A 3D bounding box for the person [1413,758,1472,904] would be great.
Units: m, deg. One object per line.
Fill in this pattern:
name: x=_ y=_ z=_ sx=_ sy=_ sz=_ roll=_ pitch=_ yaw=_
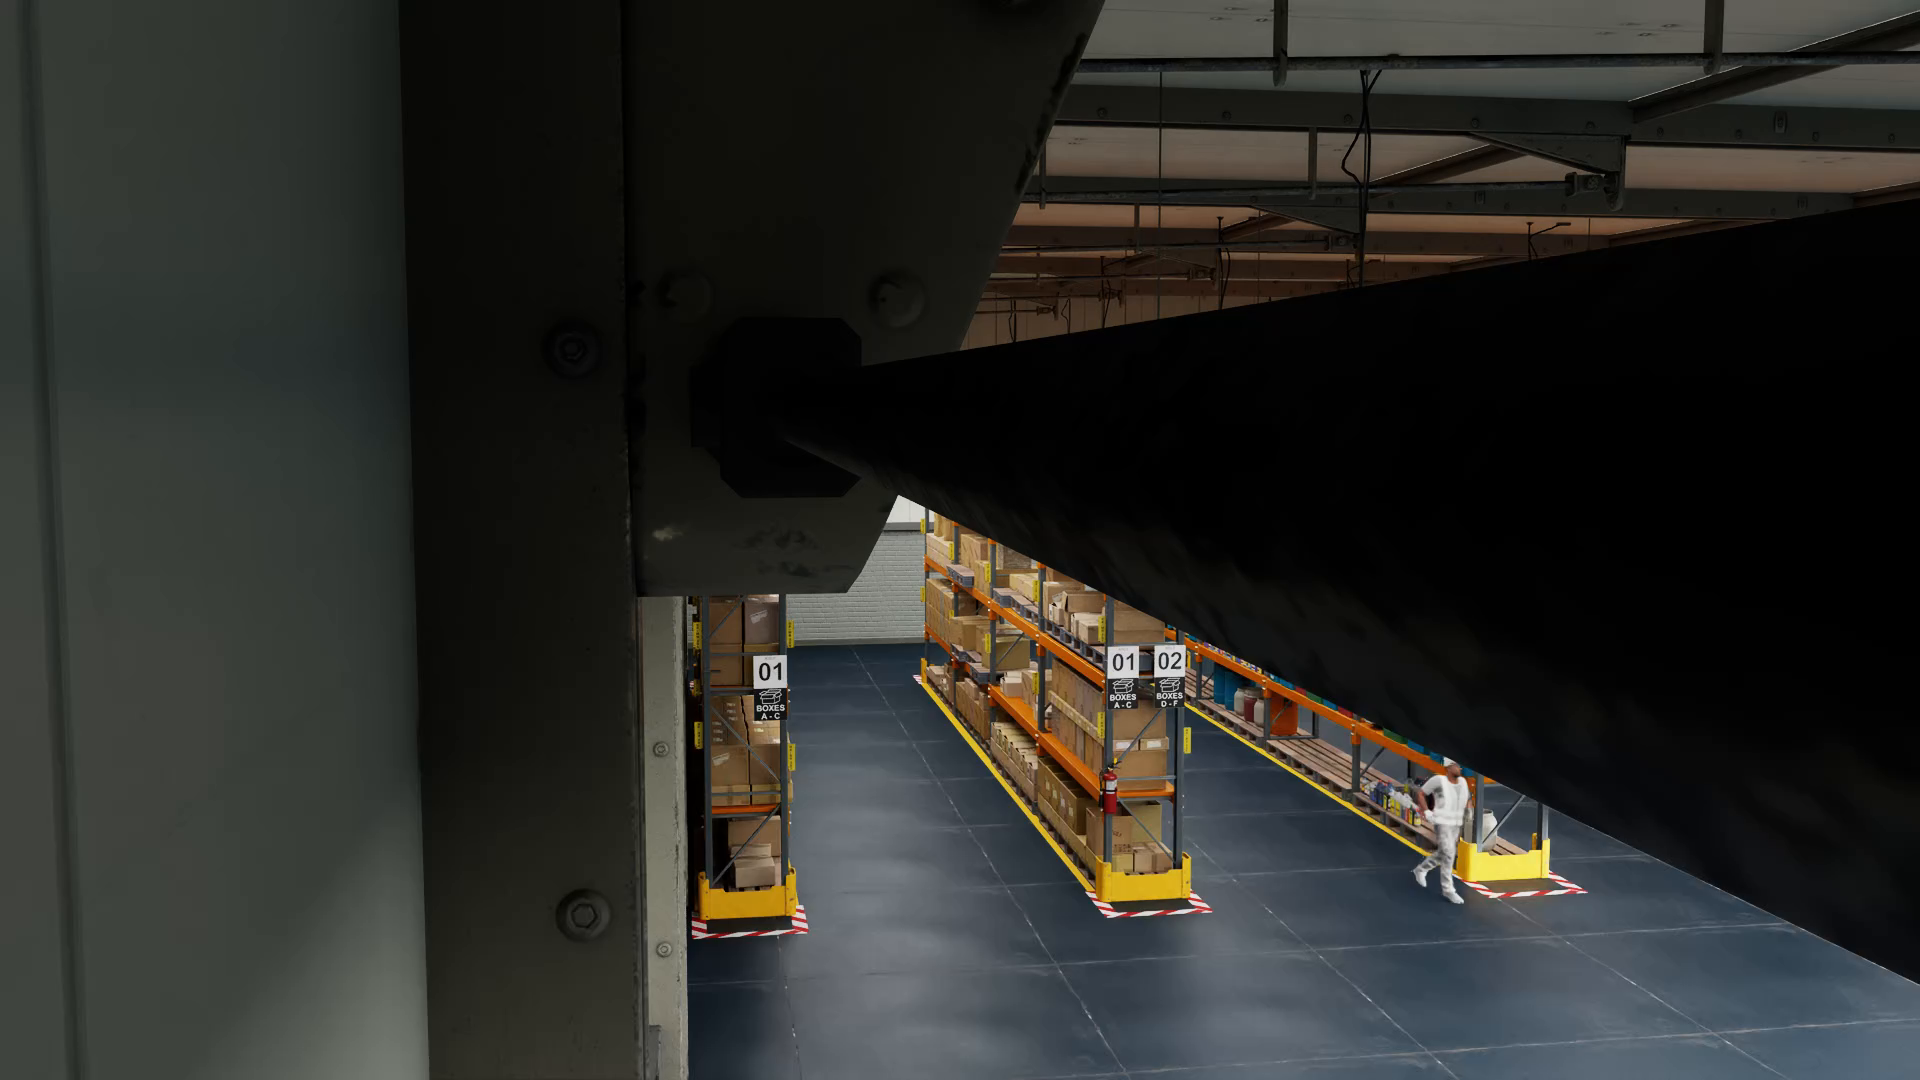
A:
person: x=6.163 y=3.599 z=21.034 sx=0.707 sy=1.780 sz=0.860 roll=-3 pitch=6 yaw=-32
